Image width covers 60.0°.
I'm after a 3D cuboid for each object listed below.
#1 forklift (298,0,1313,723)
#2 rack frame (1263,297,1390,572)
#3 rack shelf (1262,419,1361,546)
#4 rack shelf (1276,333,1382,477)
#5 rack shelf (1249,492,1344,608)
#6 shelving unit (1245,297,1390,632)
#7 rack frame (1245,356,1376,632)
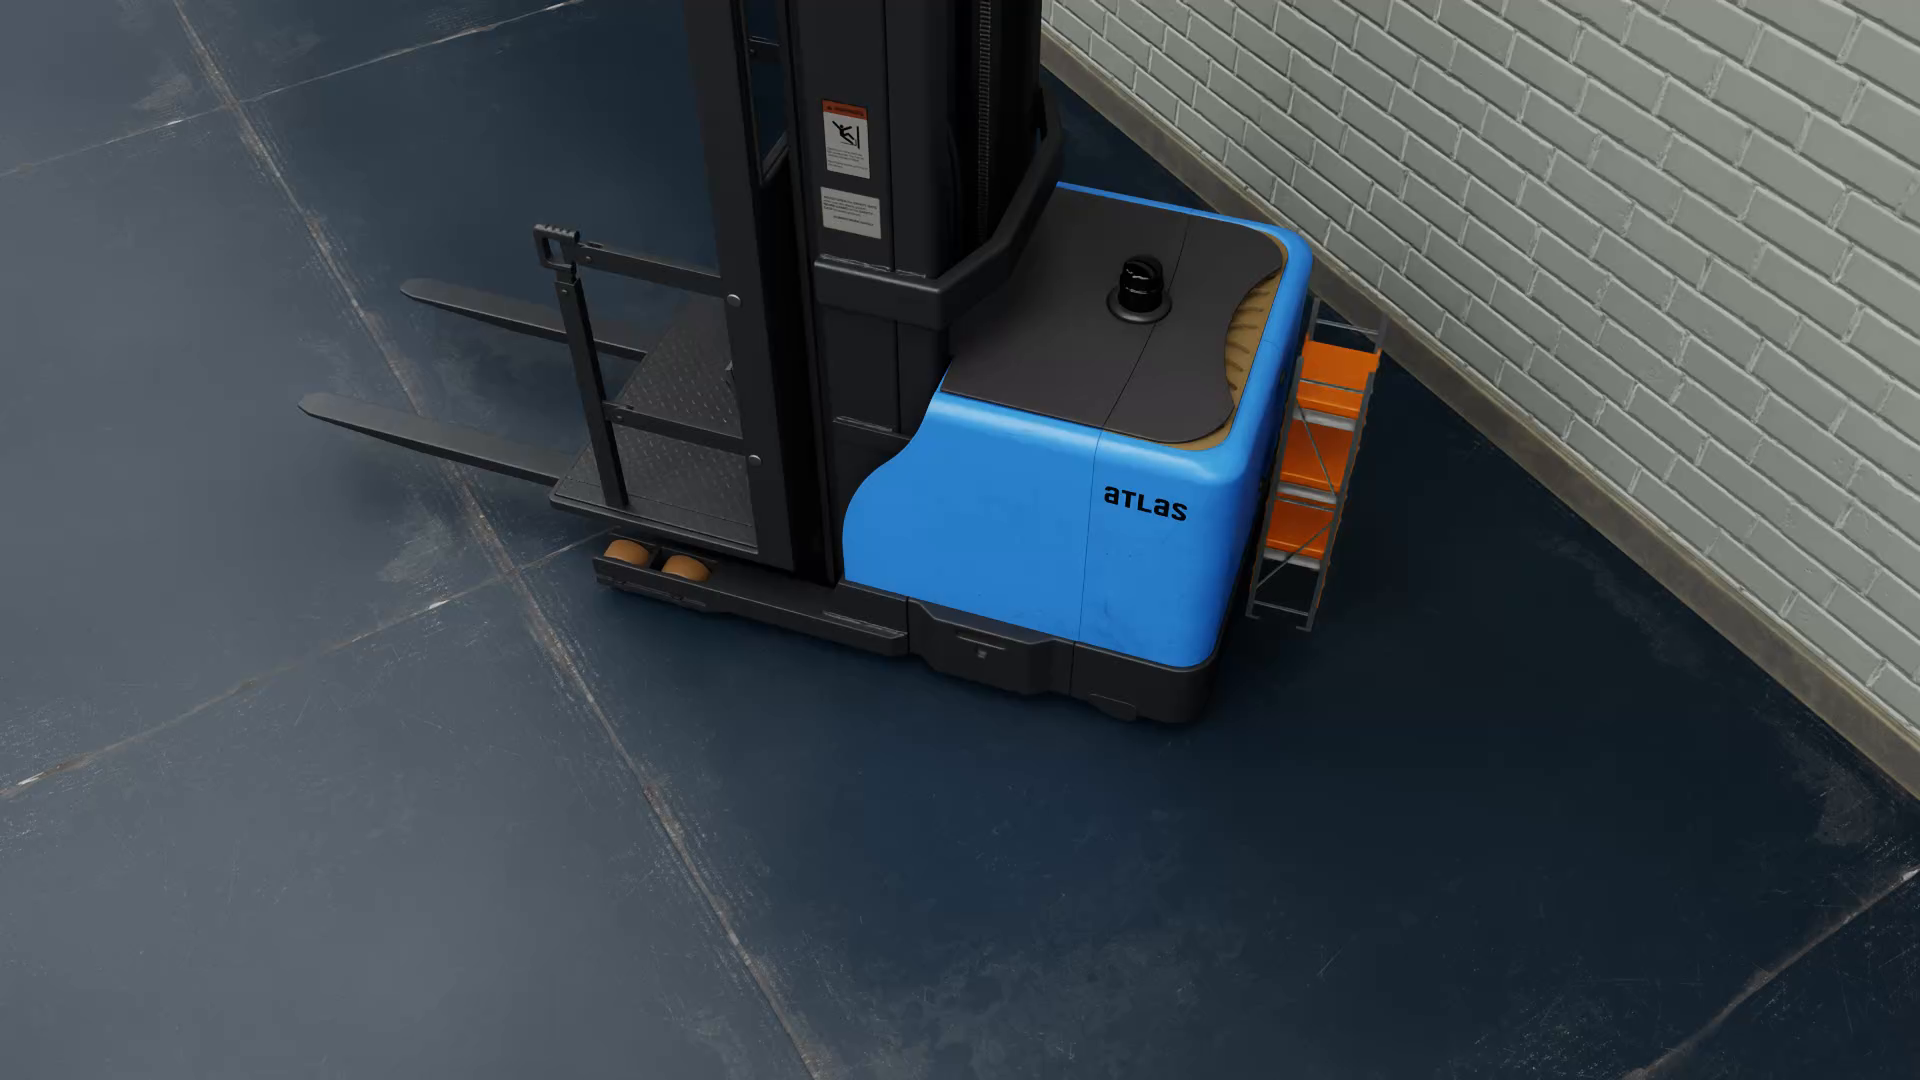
[{"bbox_3d":[-0.589,-1.126,4.290,3.031,2.935,1.130,14,50,12],"label":"forklift"},{"bbox_3d":[1.036,-0.270,4.788,0.200,1.050,0.008,14,50,12],"label":"rack frame"},{"bbox_3d":[0.998,-0.177,4.719,0.215,0.259,0.240,14,50,12],"label":"rack shelf"},{"bbox_3d":[0.998,-0.366,4.507,0.215,0.259,0.240,14,50,12],"label":"rack shelf"},{"bbox_3d":[0.998,0.008,4.926,0.215,0.259,0.240,14,50,12],"label":"rack shelf"},{"bbox_3d":[0.998,-0.184,4.711,0.215,1.050,0.252,14,50,12],"label":"shelving unit"},{"bbox_3d":[0.960,-0.097,4.634,0.200,1.050,0.008,14,50,12],"label":"rack frame"}]
